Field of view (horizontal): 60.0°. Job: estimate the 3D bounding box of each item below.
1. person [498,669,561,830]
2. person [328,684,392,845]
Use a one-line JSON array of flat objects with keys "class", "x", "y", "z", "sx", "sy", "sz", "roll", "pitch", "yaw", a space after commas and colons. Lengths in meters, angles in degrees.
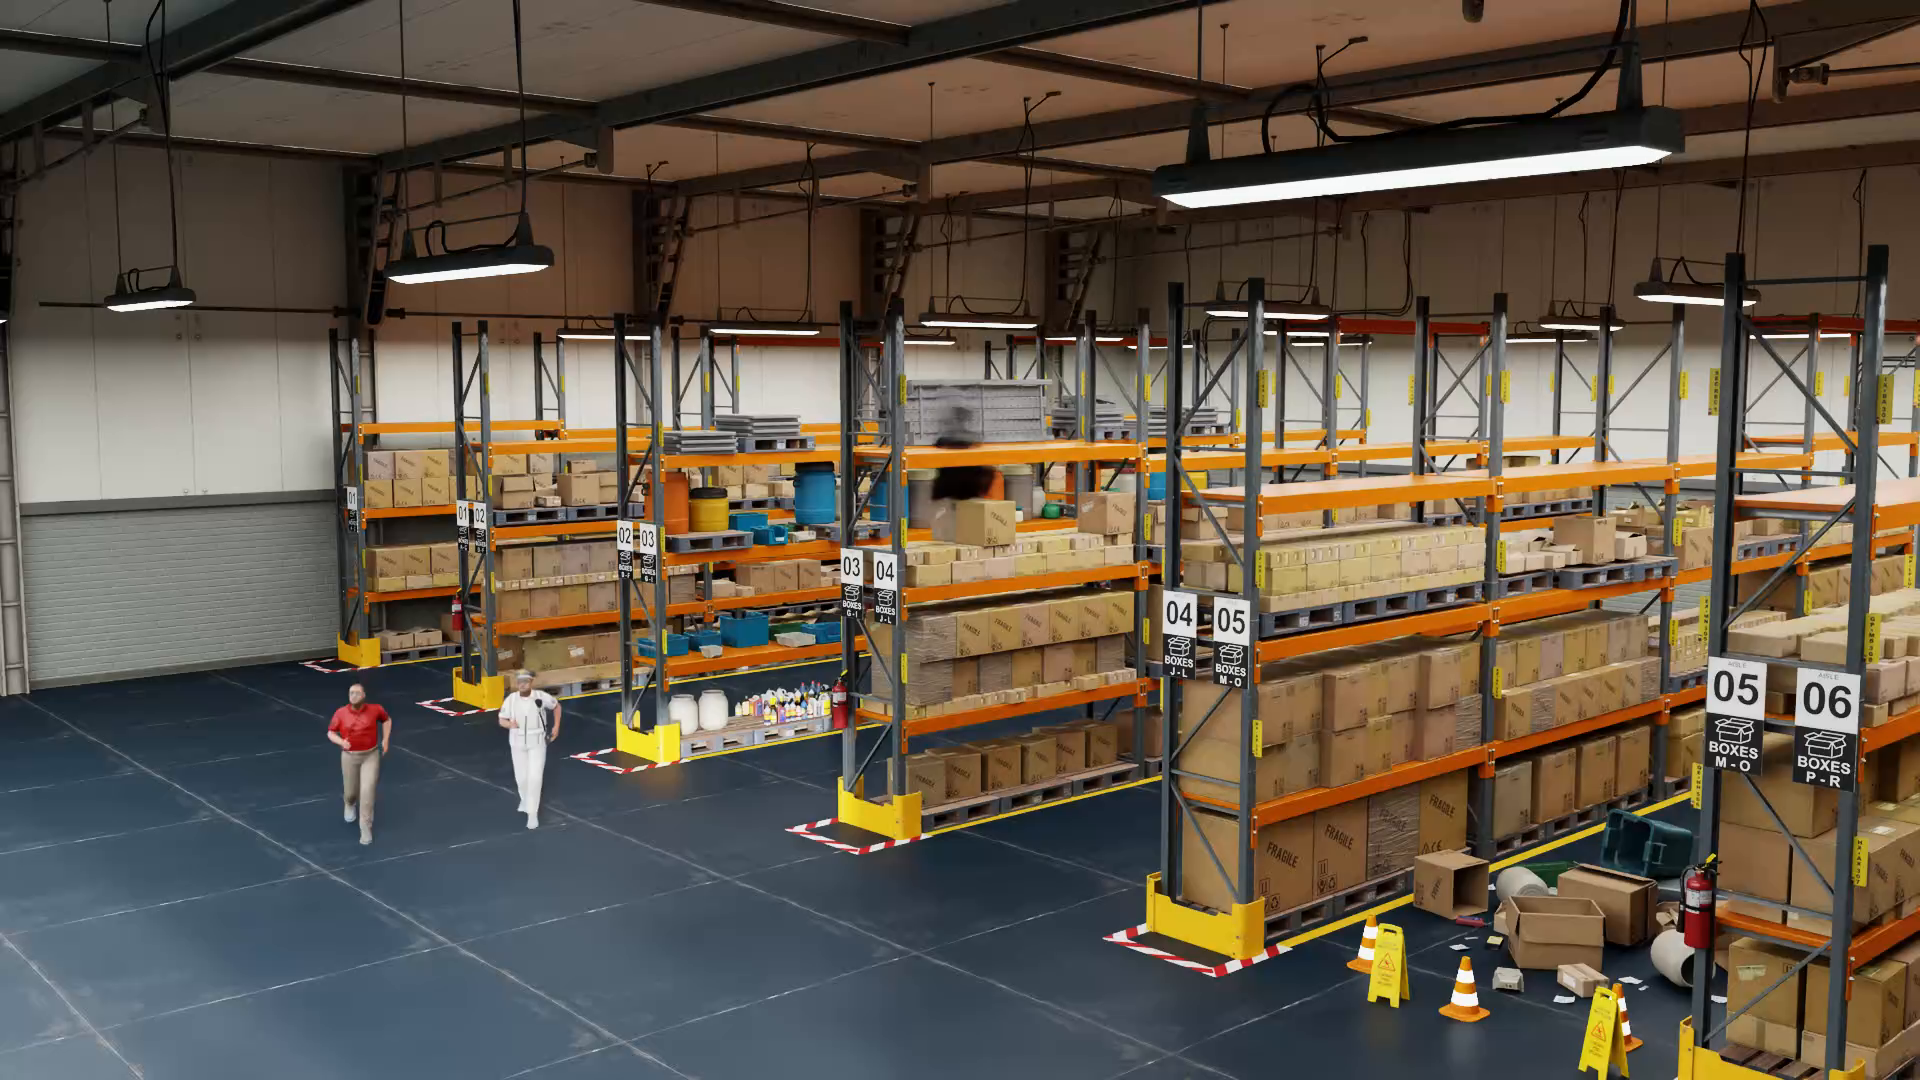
[{"class": "person", "x": -5.011, "y": 2.392, "z": 19.302, "sx": 0.669, "sy": 1.816, "sz": 0.896, "roll": 0, "pitch": 6, "yaw": -4}, {"class": "person", "x": -6.746, "y": 2.468, "z": 18.723, "sx": 0.672, "sy": 1.742, "sz": 0.969, "roll": -2, "pitch": 6, "yaw": -16}]
